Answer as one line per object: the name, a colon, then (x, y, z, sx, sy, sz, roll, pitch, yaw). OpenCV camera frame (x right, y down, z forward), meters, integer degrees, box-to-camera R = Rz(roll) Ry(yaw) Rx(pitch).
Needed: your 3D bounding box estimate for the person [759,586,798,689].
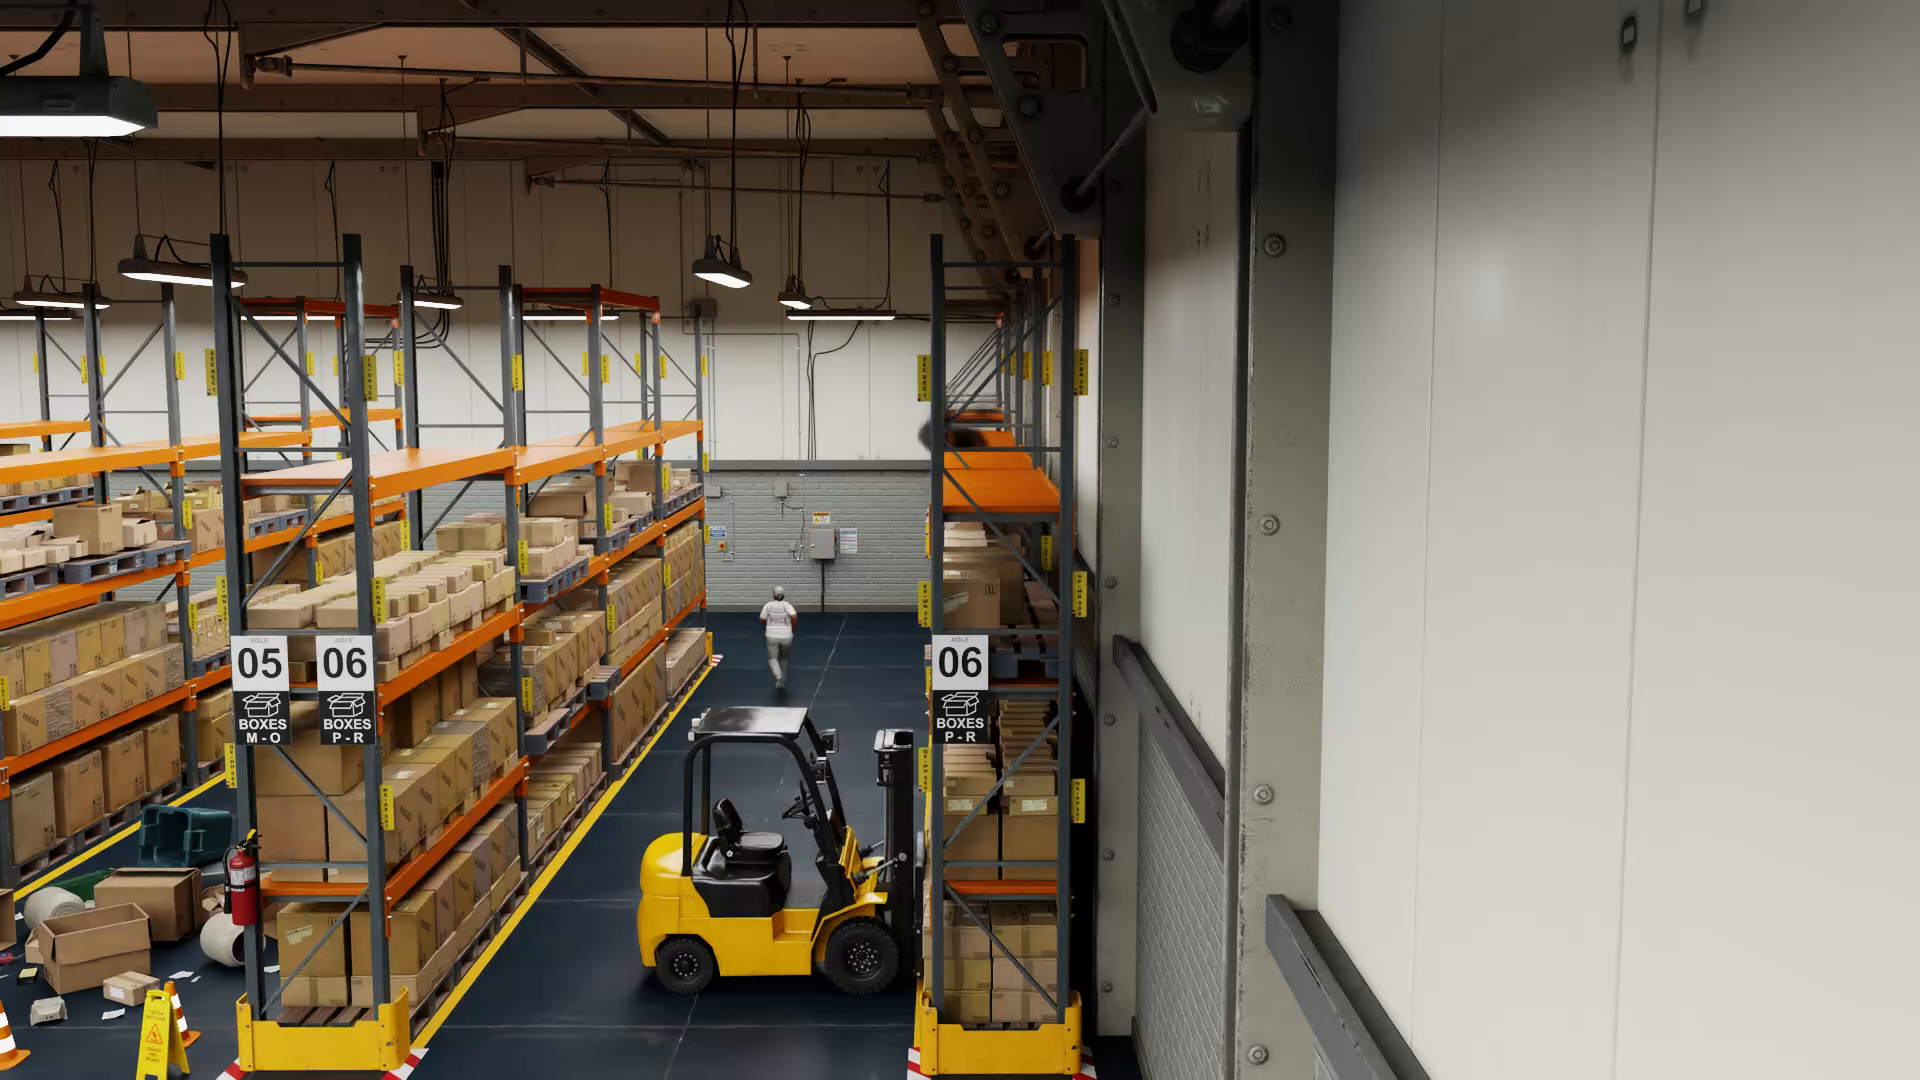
person: (-2.787, 1.550, 25.459, 0.575, 1.681, 1.094, -2, 7, -14)
